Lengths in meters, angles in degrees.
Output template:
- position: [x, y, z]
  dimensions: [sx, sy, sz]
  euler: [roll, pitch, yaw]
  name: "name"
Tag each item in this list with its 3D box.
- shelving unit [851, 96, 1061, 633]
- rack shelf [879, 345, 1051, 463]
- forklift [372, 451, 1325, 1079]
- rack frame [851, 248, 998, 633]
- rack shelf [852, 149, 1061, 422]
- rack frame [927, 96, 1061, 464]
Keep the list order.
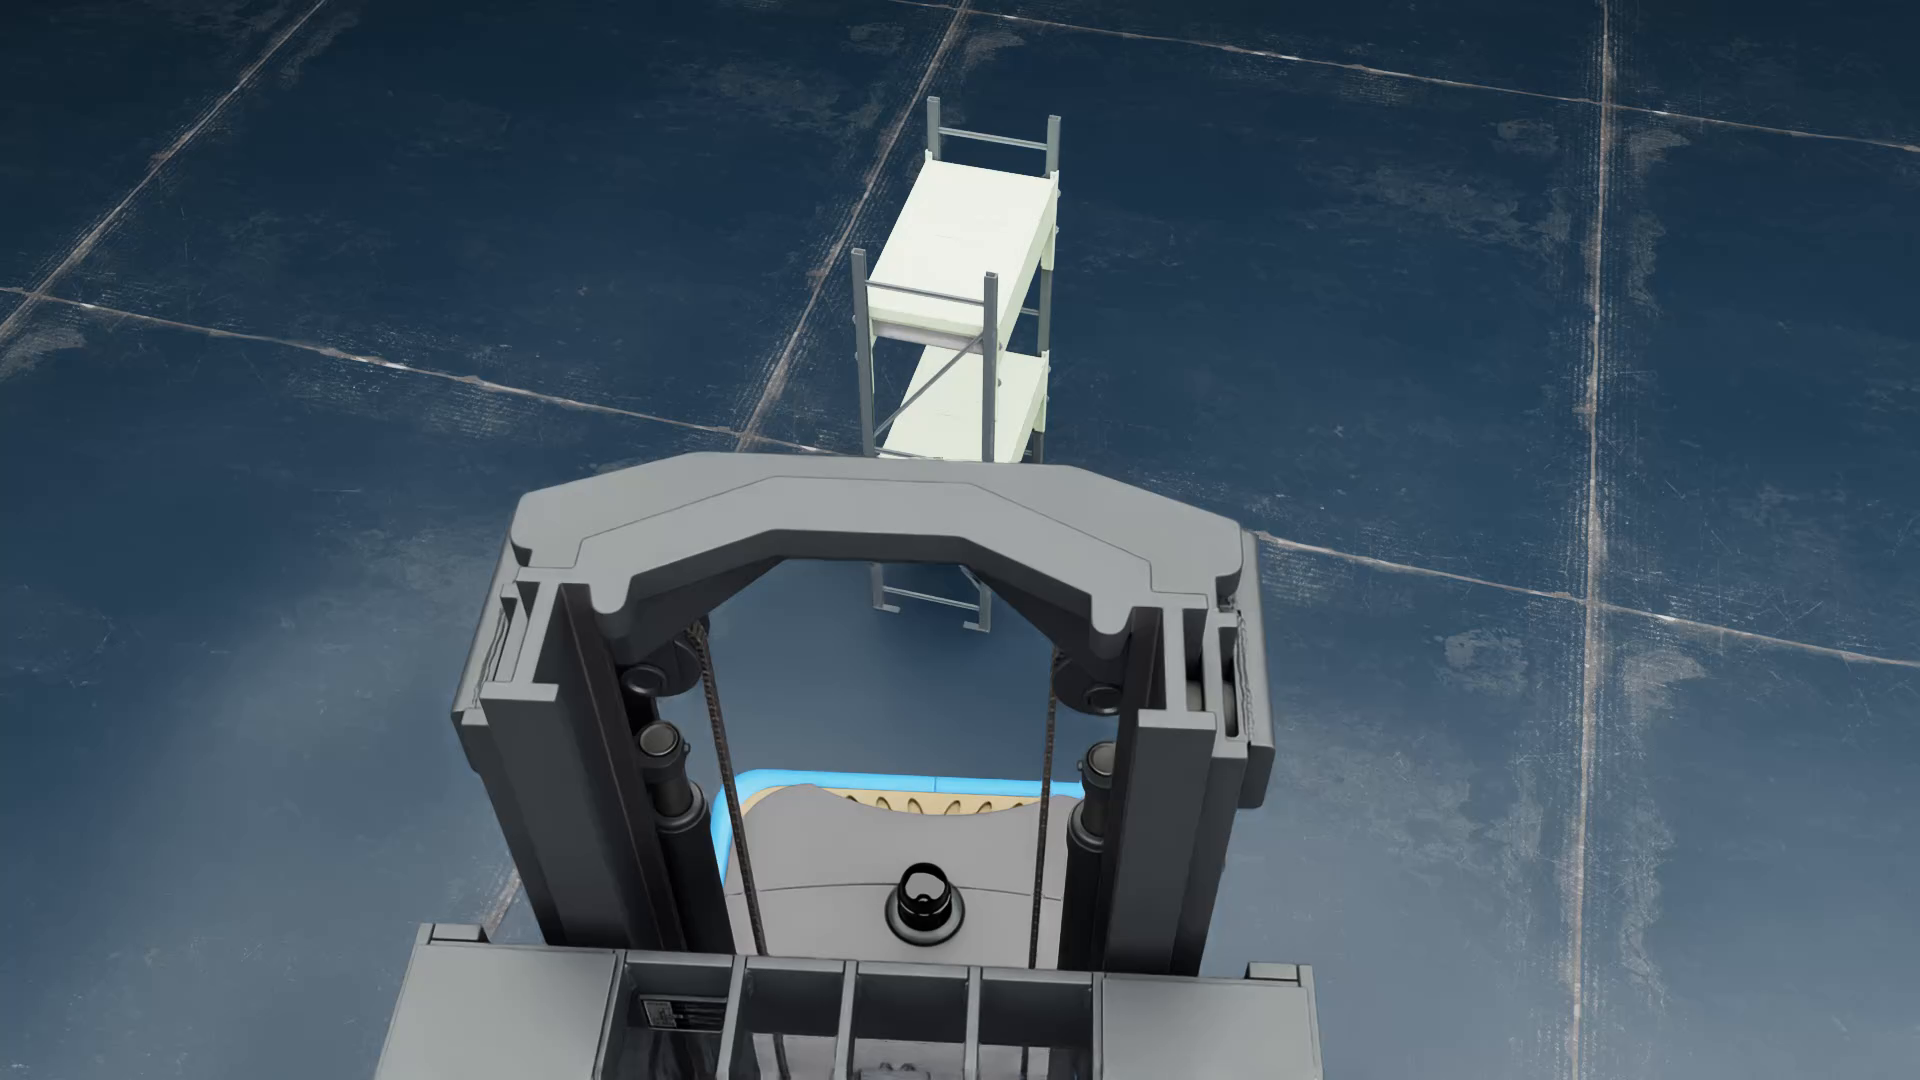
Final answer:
- position: [0.002, -0.501, 5.192]
  dimensions: [0.431, 1.500, 0.755]
  euler: [12, 50, 10]
  name: "shelving unit"
- position: [0.002, -0.285, 5.436]
  dimensions: [0.431, 0.370, 0.720]
  euler: [12, 50, 10]
  name: "rack shelf"
- position: [-0.134, 1.394, 2.565]
  dimensions: [1.130, 2.935, 3.031]
  euler: [2, 49, 2]
  name: "forklift"
- position: [-0.095, -0.236, 4.958]
  dimensions: [0.400, 1.500, 0.023]
  euler: [12, 50, 10]
  name: "rack frame"
- position: [0.002, -0.759, 4.899]
  dimensions: [0.431, 0.370, 0.720]
  euler: [12, 50, 10]
  name: "rack shelf"
- position: [0.098, -0.766, 5.426]
  dimensions: [0.400, 1.500, 0.023]
  euler: [12, 50, 10]
  name: "rack frame"
